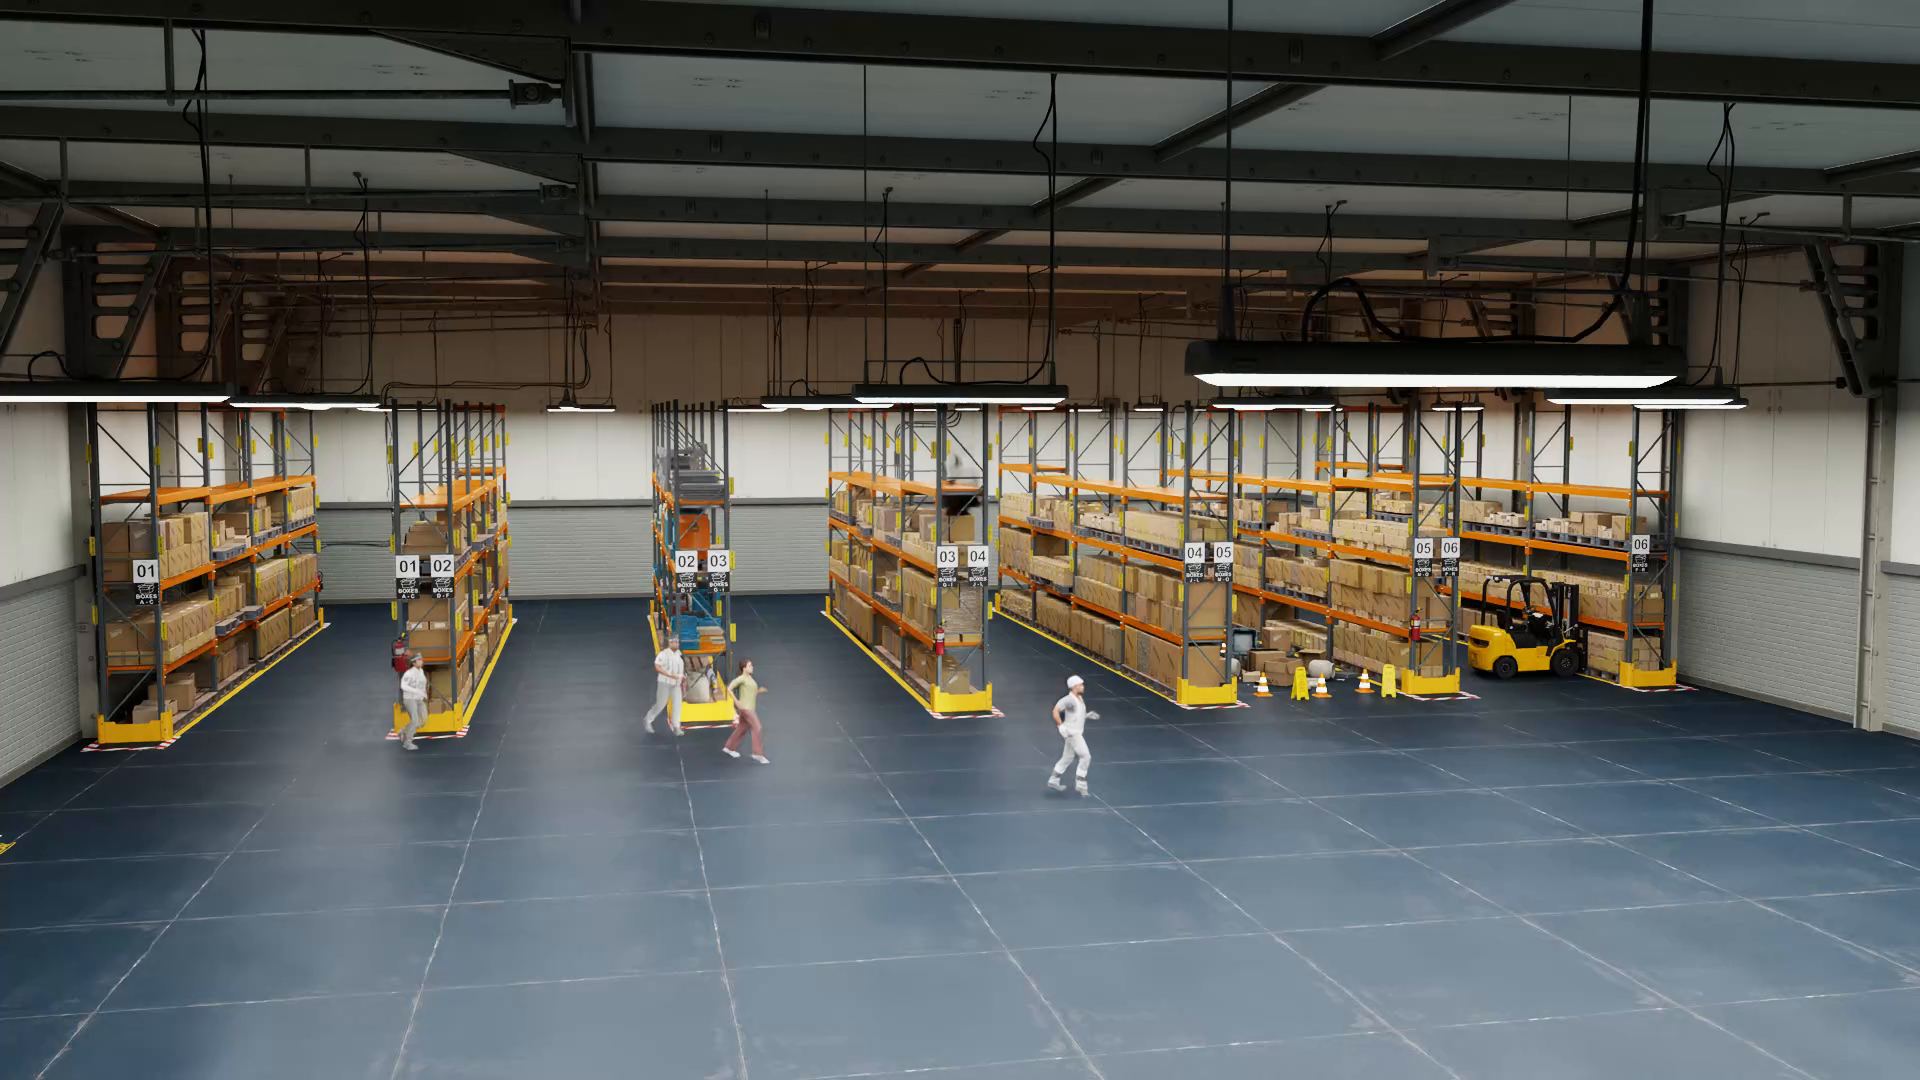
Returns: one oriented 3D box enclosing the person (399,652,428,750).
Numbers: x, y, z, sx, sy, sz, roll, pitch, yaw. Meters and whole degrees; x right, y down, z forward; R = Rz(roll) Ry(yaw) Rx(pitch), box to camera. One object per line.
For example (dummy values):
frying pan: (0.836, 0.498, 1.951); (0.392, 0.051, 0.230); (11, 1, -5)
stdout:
person: (-9.357, 2.755, 28.626); (0.556, 1.648, 0.640); (2, 5, 20)

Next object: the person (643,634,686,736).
person: (-5.173, 2.585, 29.891); (0.856, 1.773, 0.731); (3, 5, 37)

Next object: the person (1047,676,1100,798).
person: (1.702, 2.956, 25.008); (0.783, 1.843, 0.639); (1, 4, 11)

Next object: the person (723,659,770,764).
person: (-3.526, 2.812, 27.382); (0.830, 1.715, 0.552); (1, 4, 8)

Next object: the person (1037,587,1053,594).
person: (2.552, 1.168, 49.603); (0.672, 1.688, 0.651); (-4, 6, -42)
